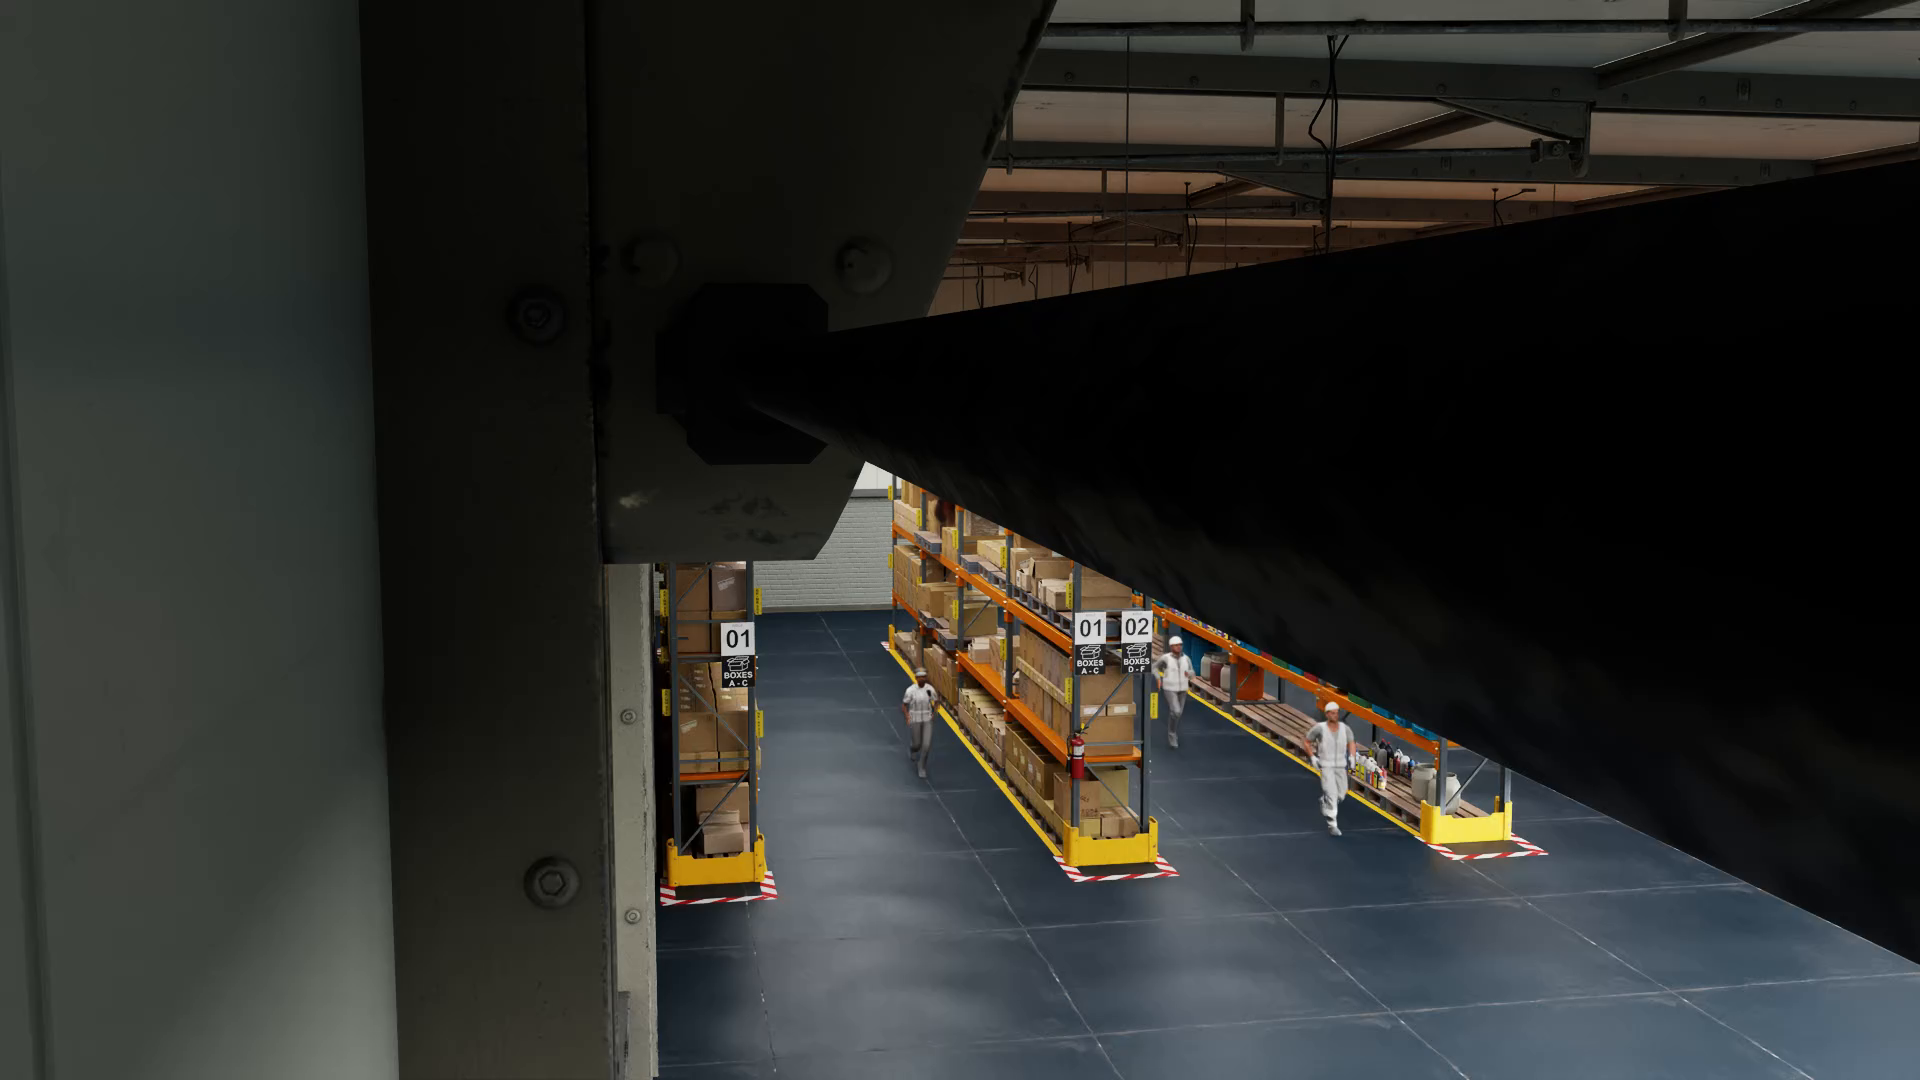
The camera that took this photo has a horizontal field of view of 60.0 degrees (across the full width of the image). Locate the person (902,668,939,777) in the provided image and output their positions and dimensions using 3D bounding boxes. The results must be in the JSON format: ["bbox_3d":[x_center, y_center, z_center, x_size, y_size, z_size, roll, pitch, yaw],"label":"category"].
[{"bbox_3d":[-0.598,2.763,25.542,0.583,1.664,0.593,-1,6,-10],"label":"person"}]

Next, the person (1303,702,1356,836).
[{"bbox_3d":[4.976,3.032,22.380,0.691,1.748,0.804,-1,6,-11],"label":"person"}]

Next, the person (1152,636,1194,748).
[{"bbox_3d":[3.549,2.494,27.421,0.624,1.831,0.752,-2,7,-21],"label":"person"}]
